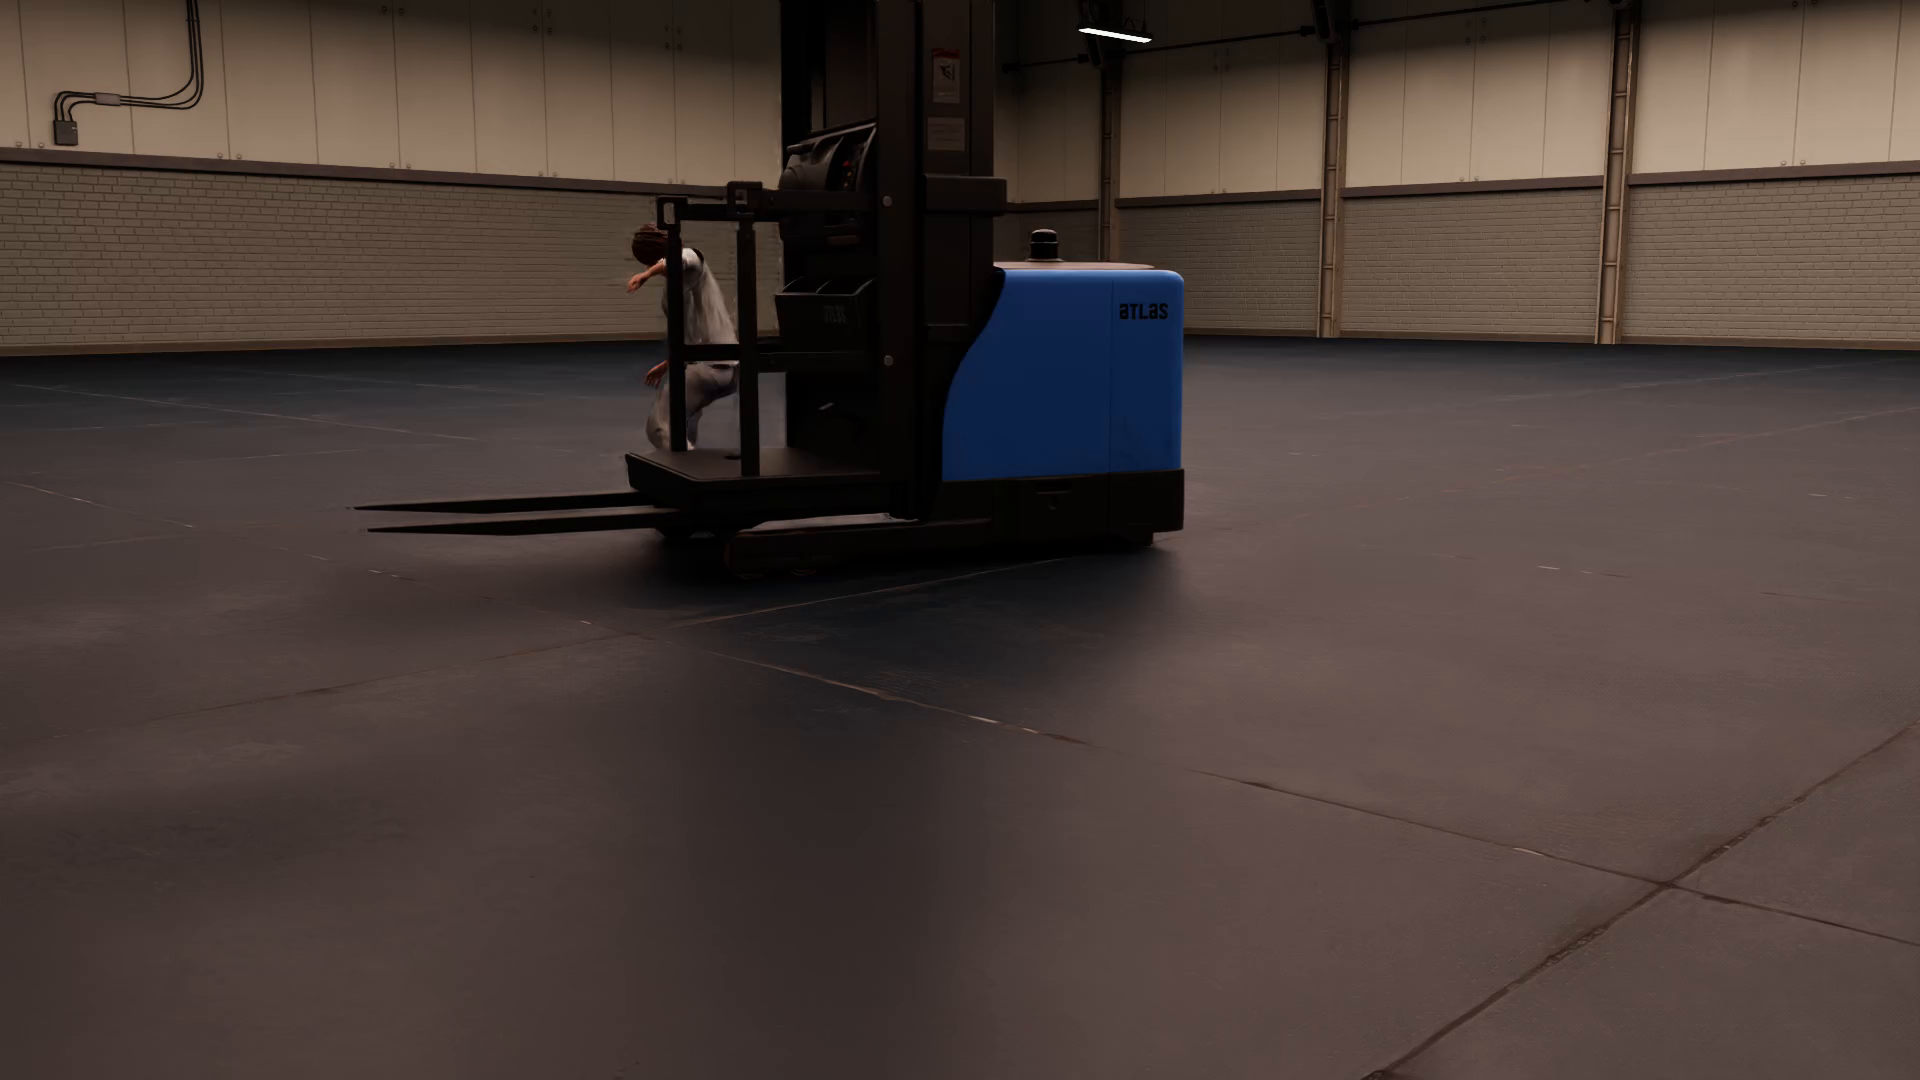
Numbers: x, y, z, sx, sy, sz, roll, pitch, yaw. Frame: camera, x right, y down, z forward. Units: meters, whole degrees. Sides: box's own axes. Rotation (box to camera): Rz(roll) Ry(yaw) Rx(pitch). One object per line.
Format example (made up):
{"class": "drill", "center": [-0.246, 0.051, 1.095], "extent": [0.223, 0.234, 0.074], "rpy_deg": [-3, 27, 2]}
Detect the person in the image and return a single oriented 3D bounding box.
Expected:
{"class": "person", "center": [-1.262, -0.764, 7.446], "extent": [0.689, 1.306, 1.101], "rpy_deg": [2, 9, 12]}

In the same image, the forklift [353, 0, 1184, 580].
{"class": "forklift", "center": [-0.685, -1.398, 6.159], "extent": [3.031, 2.935, 1.130], "rpy_deg": [-4, 9, -24]}
